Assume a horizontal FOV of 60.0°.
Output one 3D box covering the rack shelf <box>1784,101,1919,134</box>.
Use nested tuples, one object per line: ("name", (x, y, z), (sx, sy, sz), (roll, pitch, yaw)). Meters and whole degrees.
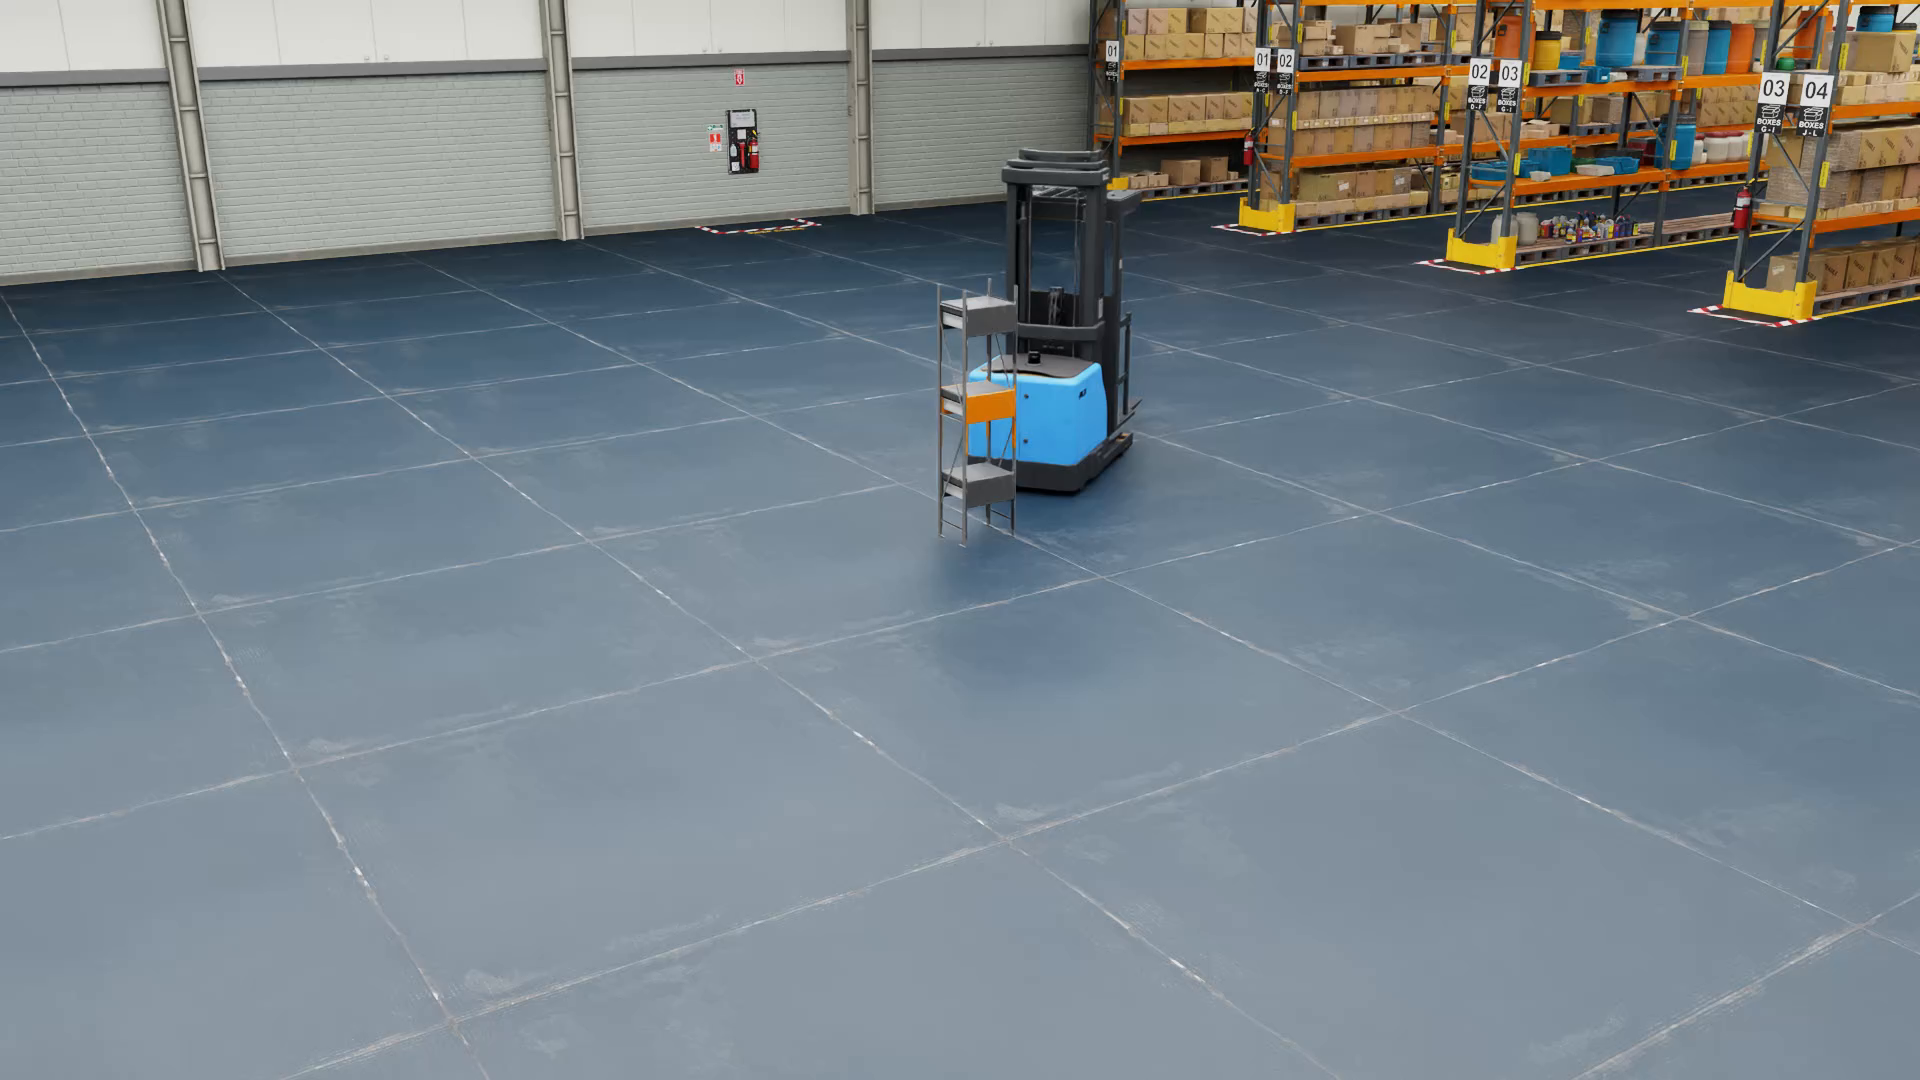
("rack shelf", (12.818, -6.009, 23.276), (4.000, 0.370, 1.077), (-12, 22, -31))

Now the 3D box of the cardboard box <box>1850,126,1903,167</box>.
("cardboard box", (12.595, -5.437, 22.963), (0.500, 0.500, 0.500), (-12, 22, -31))

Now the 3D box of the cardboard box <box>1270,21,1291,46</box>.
("cardboard box", (6.816, -10.998, 36.098), (0.500, 0.500, 0.500), (-9, 20, -24))

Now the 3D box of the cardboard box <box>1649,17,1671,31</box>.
("cardboard box", (14.717, -10.863, 35.541), (0.600, 0.600, 0.600), (-12, 22, -32))

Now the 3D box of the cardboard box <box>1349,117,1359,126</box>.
("cardboard box", (7.223, -7.821, 31.026), (0.250, 0.149, 0.380), (-12, 22, -32))

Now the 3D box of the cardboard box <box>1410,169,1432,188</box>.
("cardboard box", (9.223, -7.242, 33.244), (0.500, 0.311, 0.500), (-12, 22, -31))

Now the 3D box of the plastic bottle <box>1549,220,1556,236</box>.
("plastic bottle", (10.057, -5.322, 28.369), (0.135, 0.276, 0.152), (-13, 22, -33))

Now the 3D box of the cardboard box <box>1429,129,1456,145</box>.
("cardboard box", (9.430, -7.959, 32.838), (0.500, 0.250, 0.500), (-10, 21, -28))

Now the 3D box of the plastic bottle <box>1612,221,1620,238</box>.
("plastic bottle", (11.111, -5.264, 28.185), (0.133, 0.283, 0.061), (-10, 21, -28))

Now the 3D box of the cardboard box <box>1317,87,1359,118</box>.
("cardboard box", (7.000, -8.160, 31.017), (0.500, 0.500, 0.700), (-12, 22, -31))

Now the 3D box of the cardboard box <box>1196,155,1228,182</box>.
("cardboard box", (5.470, -8.087, 36.198), (0.500, 0.500, 0.500), (-14, 23, -35))

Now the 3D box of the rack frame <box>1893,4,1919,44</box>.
("rack frame", (18.445, -10.857, 31.809), (0.127, 3.000, 1.000), (-12, 22, -31))

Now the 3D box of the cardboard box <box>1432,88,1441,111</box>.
("cardboard box", (11.060, -10.352, 39.031), (0.500, 0.500, 0.500), (-12, 22, -32))

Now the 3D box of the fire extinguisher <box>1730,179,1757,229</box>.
("fire extinguisher", (10.798, -4.643, 22.916), (0.183, 0.674, 0.296), (-12, 22, -31))

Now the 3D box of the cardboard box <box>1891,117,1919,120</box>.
("cardboard box", (13.972, -5.932, 24.426), (0.500, 0.500, 0.500), (-12, 22, -31))

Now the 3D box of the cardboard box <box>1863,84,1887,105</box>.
("cardboard box", (12.119, -6.035, 22.463), (0.500, 0.250, 0.500), (-12, 22, -33))

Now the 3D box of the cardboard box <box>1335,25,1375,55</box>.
("cardboard box", (7.239, -9.180, 30.502), (0.500, 0.500, 0.500), (-12, 22, -31))

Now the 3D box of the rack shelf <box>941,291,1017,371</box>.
("rack shelf", (0.138, -1.674, 13.275), (0.480, 0.518, 0.431), (-12, 22, -31))

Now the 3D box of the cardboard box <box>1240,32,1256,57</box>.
("cardboard box", (6.027, -10.578, 35.481), (0.500, 0.500, 0.500), (-11, 22, -30))

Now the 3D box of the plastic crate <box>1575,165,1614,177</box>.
("plastic crate", (10.547, -6.127, 27.598), (0.437, 0.136, 0.530), (-12, 22, -31))

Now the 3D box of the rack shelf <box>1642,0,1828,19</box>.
("rack shelf", (13.434, -9.270, 28.862), (4.000, 0.370, 1.077), (-12, 22, -31))

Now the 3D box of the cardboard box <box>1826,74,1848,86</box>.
("cardboard box", (11.504, -6.102, 22.039), (0.250, 0.149, 0.380), (-12, 22, -32))

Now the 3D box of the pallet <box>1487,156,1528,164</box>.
("pallet", (13.675, -9.457, 41.389), (1.213, 0.211, 1.003), (-12, 22, -31))

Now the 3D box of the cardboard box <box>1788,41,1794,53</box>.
("cardboard box", (18.781, -11.234, 37.842), (0.500, 0.250, 0.500), (-12, 22, -31))

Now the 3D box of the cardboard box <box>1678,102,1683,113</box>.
("cardboard box", (16.000, -9.545, 37.138), (0.500, 0.500, 0.500), (-11, 22, -31))

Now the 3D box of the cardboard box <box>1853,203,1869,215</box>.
("cardboard box", (12.363, -4.615, 23.104), (0.250, 0.149, 0.380), (-12, 22, -31))

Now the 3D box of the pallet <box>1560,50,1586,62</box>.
("pallet", (11.866, -9.824, 33.732), (1.003, 0.211, 1.213), (-11, 21, -29))

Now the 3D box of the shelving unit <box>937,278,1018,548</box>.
("shelving unit", (0.138, -1.024, 13.495), (0.503, 2.100, 0.431), (-12, 22, -31))

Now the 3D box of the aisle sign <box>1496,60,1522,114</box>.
("aisle sign", (8.524, -7.042, 25.832), (0.004, 0.787, 0.394), (-12, 22, -31))

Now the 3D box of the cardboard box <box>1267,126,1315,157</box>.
("cardboard box", (6.099, -7.353, 30.656), (0.500, 0.500, 0.700), (-12, 22, -31))

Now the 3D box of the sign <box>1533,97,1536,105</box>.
("sign", (12.077, -9.291, 34.859), (0.005, 0.325, 0.100), (-12, 22, -31))

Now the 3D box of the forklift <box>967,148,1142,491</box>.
("forklift", (1.060, -2.255, 15.838), (1.130, 2.935, 3.031), (7, 20, 20))

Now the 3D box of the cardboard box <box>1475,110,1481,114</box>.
("cardboard box", (12.243, -10.274, 39.811), (0.250, 0.149, 0.380), (-12, 22, -31))

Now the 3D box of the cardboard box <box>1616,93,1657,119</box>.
("cardboard box", (14.666, -9.425, 36.129), (0.500, 0.500, 0.700), (-8, 20, -23))

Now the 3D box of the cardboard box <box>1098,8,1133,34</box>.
("cardboard box", (3.191, -10.649, 34.128), (0.500, 0.500, 0.500), (-11, 21, -29))

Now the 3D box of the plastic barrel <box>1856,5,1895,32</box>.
("plastic barrel", (17.104, -9.531, 31.132), (0.708, 0.901, 0.600), (-12, 22, -31))

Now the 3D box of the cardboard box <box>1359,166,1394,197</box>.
("cardboard box", (7.936, -6.869, 31.847), (0.500, 0.500, 0.500), (-12, 22, -31))

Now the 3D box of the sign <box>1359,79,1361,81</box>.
("sign", (9.348, -10.657, 38.776), (0.005, 0.325, 0.100), (-12, 22, -31))

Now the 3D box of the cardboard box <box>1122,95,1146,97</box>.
("cardboard box", (3.677, -9.071, 34.925), (0.500, 0.500, 0.500), (-12, 22, -31))

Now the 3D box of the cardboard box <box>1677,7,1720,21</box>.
("cardboard box", (16.109, -11.379, 36.318), (0.500, 0.500, 0.700), (-12, 22, -31))

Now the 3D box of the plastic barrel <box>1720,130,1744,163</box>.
("plastic barrel", (13.658, -6.986, 29.513), (0.433, 0.535, 0.433), (0, 19, 0))

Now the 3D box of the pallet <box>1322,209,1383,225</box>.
("pallet", (7.336, -6.266, 31.949), (1.213, 0.211, 1.003), (-12, 22, -31))

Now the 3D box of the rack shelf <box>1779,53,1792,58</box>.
("rack shelf", (17.394, -10.773, 37.368), (4.000, 0.370, 1.077), (-12, 22, -31))

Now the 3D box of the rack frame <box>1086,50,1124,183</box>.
("rack frame", (2.974, -8.552, 34.356), (0.127, 3.000, 1.000), (-12, 22, -31))

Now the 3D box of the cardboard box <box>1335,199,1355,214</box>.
("cardboard box", (7.106, -6.336, 31.439), (0.500, 0.250, 0.500), (-12, 22, -31))

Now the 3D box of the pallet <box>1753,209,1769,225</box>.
("pallet", (15.740, -6.140, 31.576), (1.213, 0.211, 1.003), (-12, 22, -31))

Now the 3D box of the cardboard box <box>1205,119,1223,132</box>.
("cardboard box", (5.254, -8.852, 35.447), (0.500, 0.250, 0.500), (-12, 22, -32))

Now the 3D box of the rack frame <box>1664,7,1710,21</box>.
("rack frame", (15.724, -12.183, 35.730), (0.127, 3.000, 1.000), (-12, 22, -31))

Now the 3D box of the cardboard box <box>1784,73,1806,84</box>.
("cardboard box", (11.207, -6.248, 22.470), (0.250, 0.149, 0.380), (-12, 22, -31))

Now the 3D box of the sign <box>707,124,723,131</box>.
("sign", (-4.522, -7.621, 30.720), (0.331, 0.109, 0.001), (-12, 22, -31))

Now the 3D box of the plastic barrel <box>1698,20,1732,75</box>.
("plastic barrel", (13.162, -8.643, 29.159), (0.708, 0.901, 0.600), (-12, 22, -31))

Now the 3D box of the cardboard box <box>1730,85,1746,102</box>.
("cardboard box", (17.133, -10.051, 37.074), (0.500, 0.500, 0.500), (-13, 22, -33))

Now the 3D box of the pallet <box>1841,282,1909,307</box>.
("pallet", (12.926, -3.616, 24.112), (1.213, 0.211, 1.003), (-12, 22, -31))

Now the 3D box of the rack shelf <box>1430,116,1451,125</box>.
("rack shelf", (11.326, -9.972, 39.681), (4.000, 0.370, 1.077), (-12, 22, -31))

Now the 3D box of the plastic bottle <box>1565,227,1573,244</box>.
("plastic bottle", (10.109, -5.054, 27.582), (0.097, 0.271, 0.097), (0, 19, 0))
